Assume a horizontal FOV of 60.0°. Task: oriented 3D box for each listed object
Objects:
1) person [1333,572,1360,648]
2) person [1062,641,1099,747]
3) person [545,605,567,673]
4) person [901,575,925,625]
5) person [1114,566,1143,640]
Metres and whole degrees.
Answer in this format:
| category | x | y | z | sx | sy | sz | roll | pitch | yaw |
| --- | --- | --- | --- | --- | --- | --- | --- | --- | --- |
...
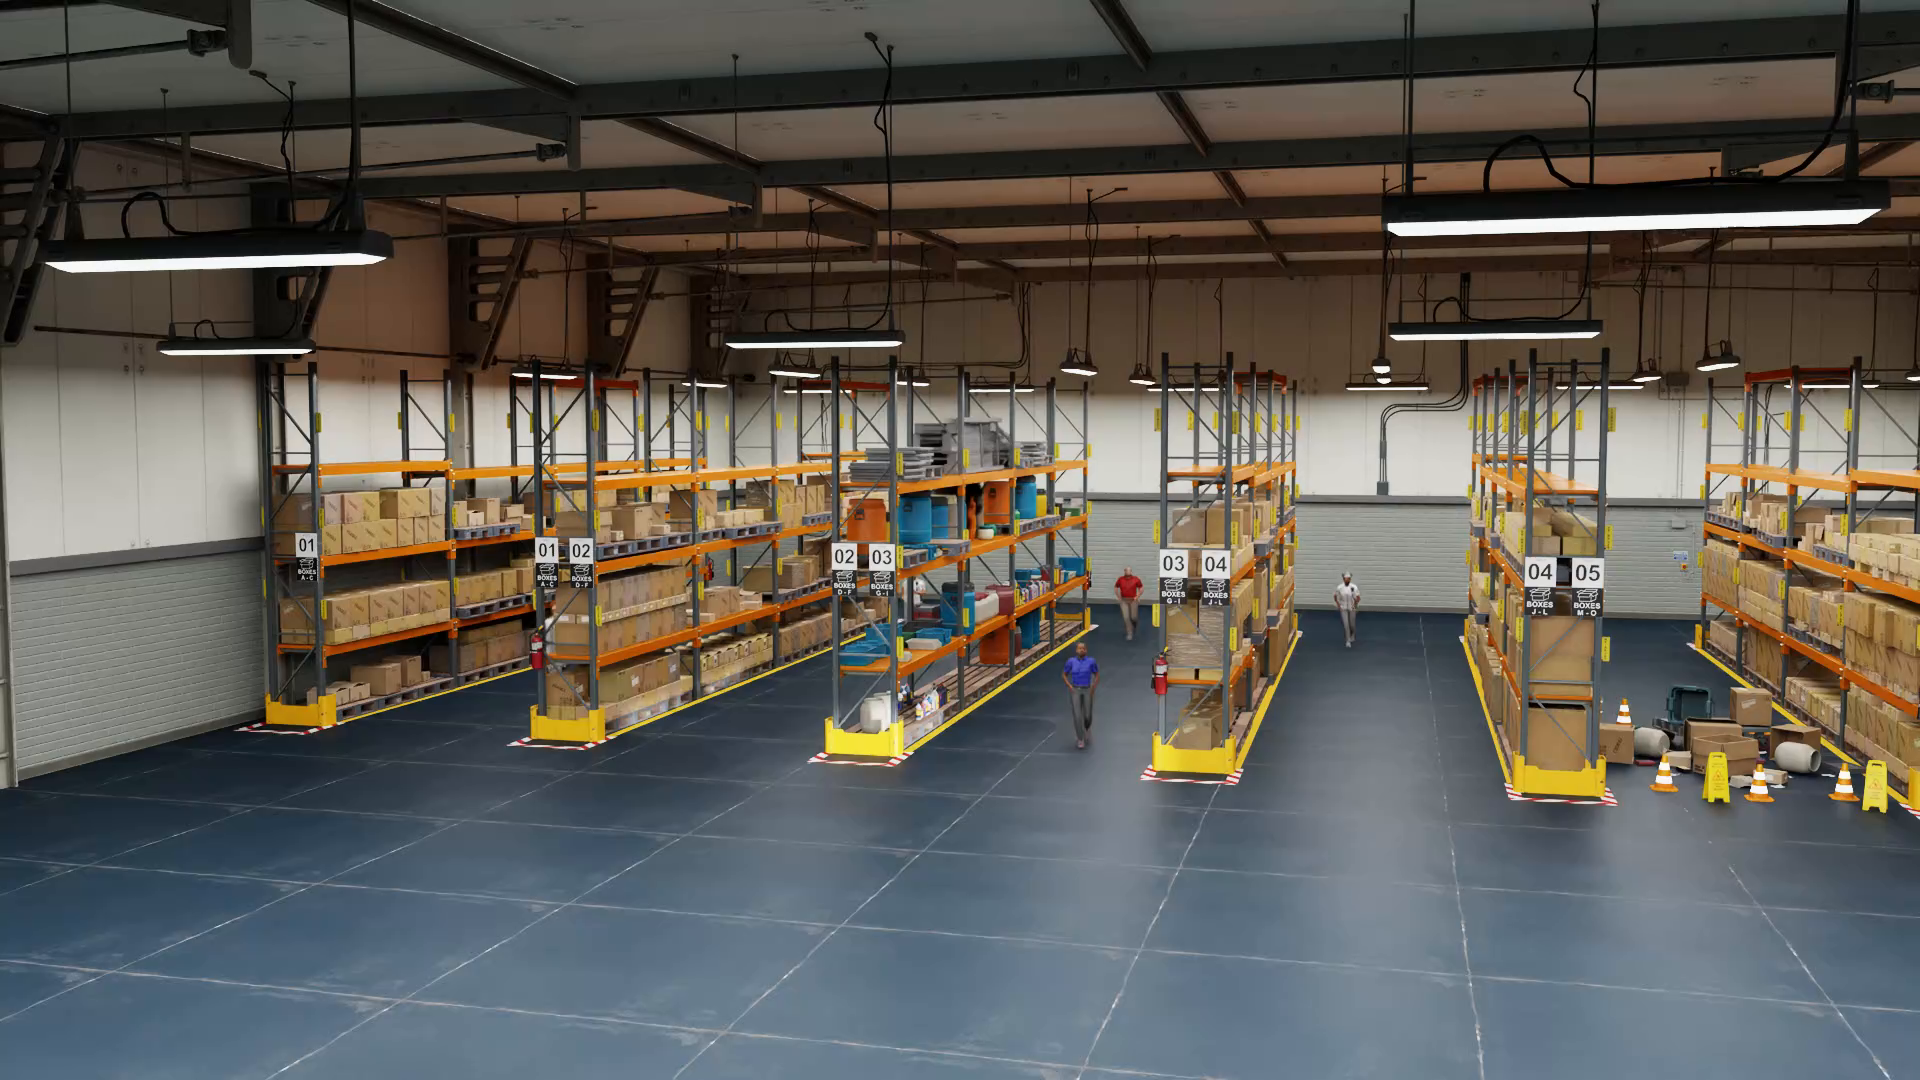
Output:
| category | x | y | z | sx | sy | sz | roll | pitch | yaw |
| --- | --- | --- | --- | --- | --- | --- | --- | --- | --- |
| person | 8.687 | 1.552 | 37.367 | 0.591 | 1.681 | 0.666 | 1 | 4 | 11 |
| person | 1.875 | 2.382 | 25.875 | 0.584 | 1.627 | 0.557 | 0 | 4 | 4 |
| person | -7.151 | 2.028 | 29.515 | 0.712 | 1.776 | 1.037 | 1 | 4 | 11 |
| person | -1.075 | 1.486 | 38.085 | 0.589 | 1.708 | 0.845 | 0 | 4 | 6 |
| person | 3.907 | 1.451 | 38.598 | 0.674 | 1.707 | 0.633 | 1 | 4 | 11 |
